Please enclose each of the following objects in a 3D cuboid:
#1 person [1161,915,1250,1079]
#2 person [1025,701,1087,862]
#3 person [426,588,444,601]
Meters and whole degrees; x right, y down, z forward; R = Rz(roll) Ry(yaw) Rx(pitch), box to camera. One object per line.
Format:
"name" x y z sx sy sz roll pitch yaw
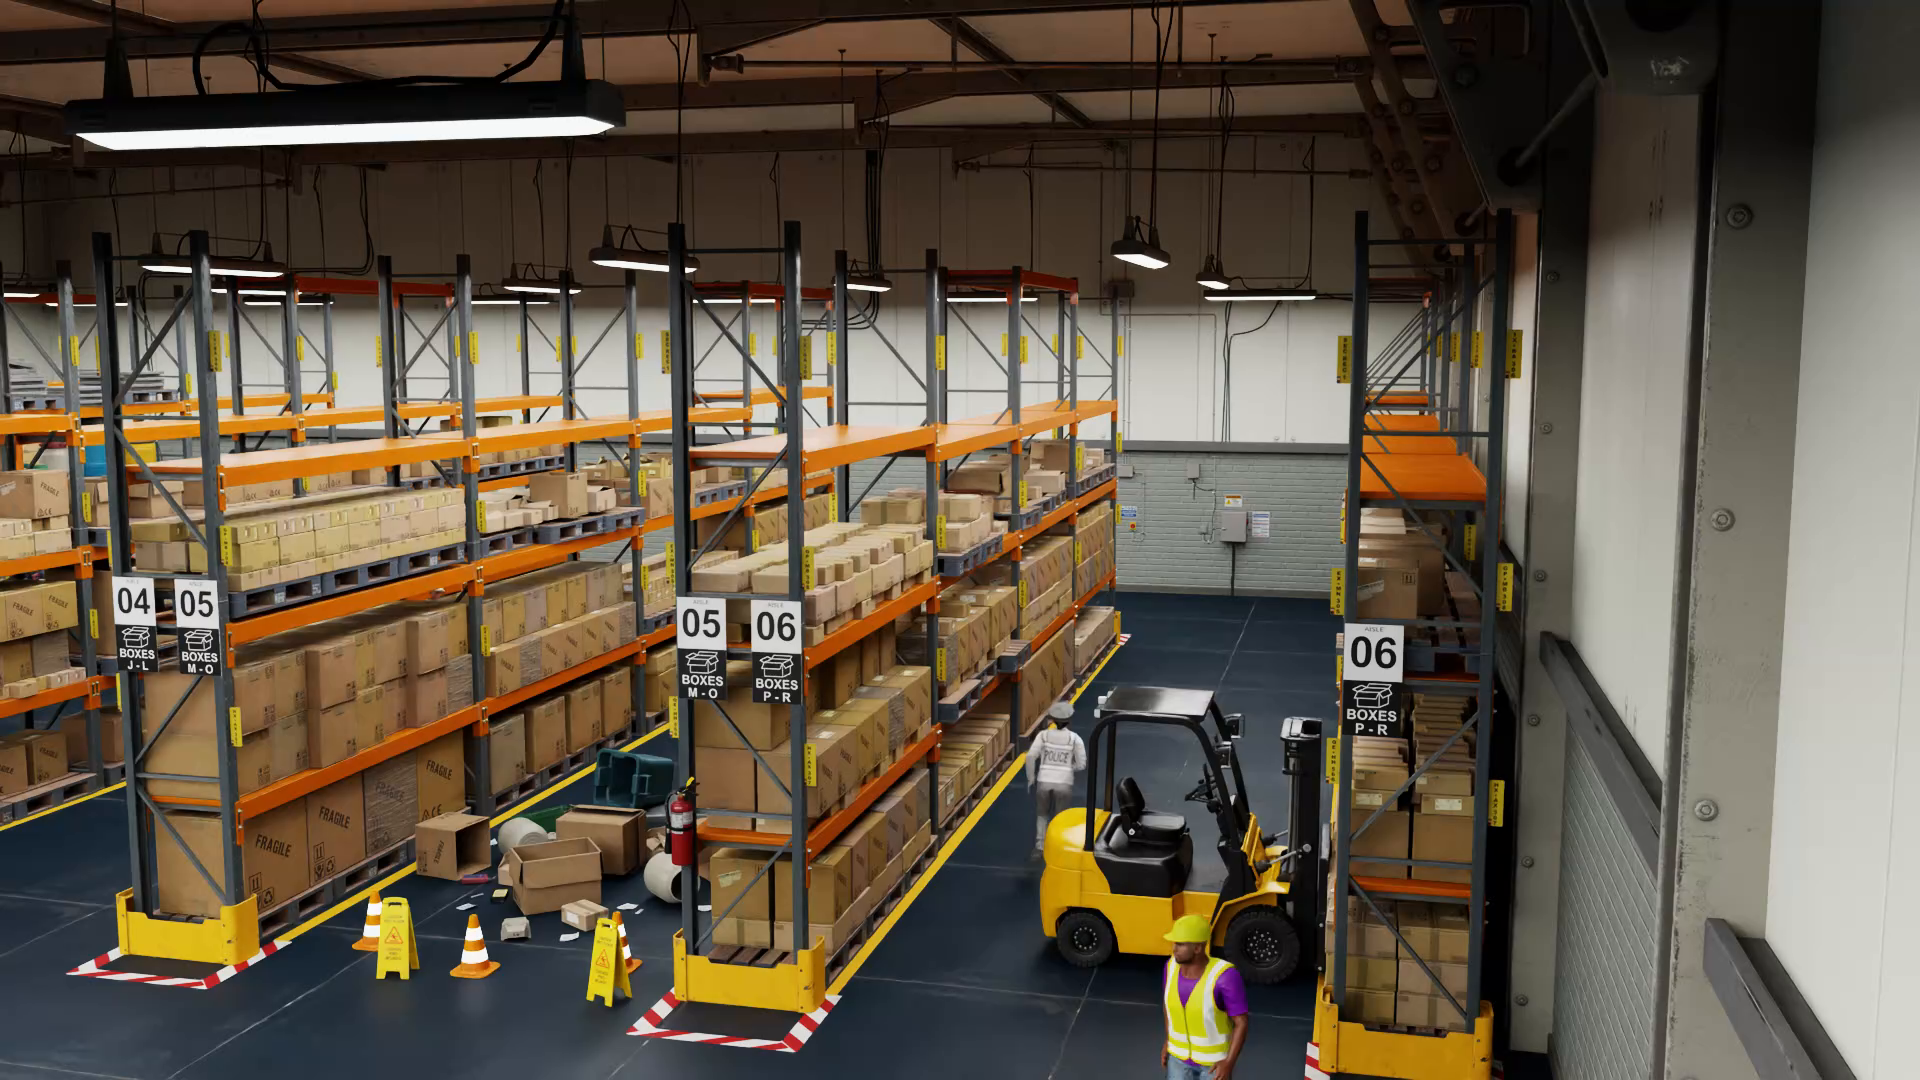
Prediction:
"person" 1.473 3.097 10.053 0.623 1.729 0.646 5 8 34
"person" 0.949 2.398 16.352 0.578 1.592 0.707 2 7 16
"person" -7.410 1.465 23.429 0.599 1.779 0.737 0 7 2
